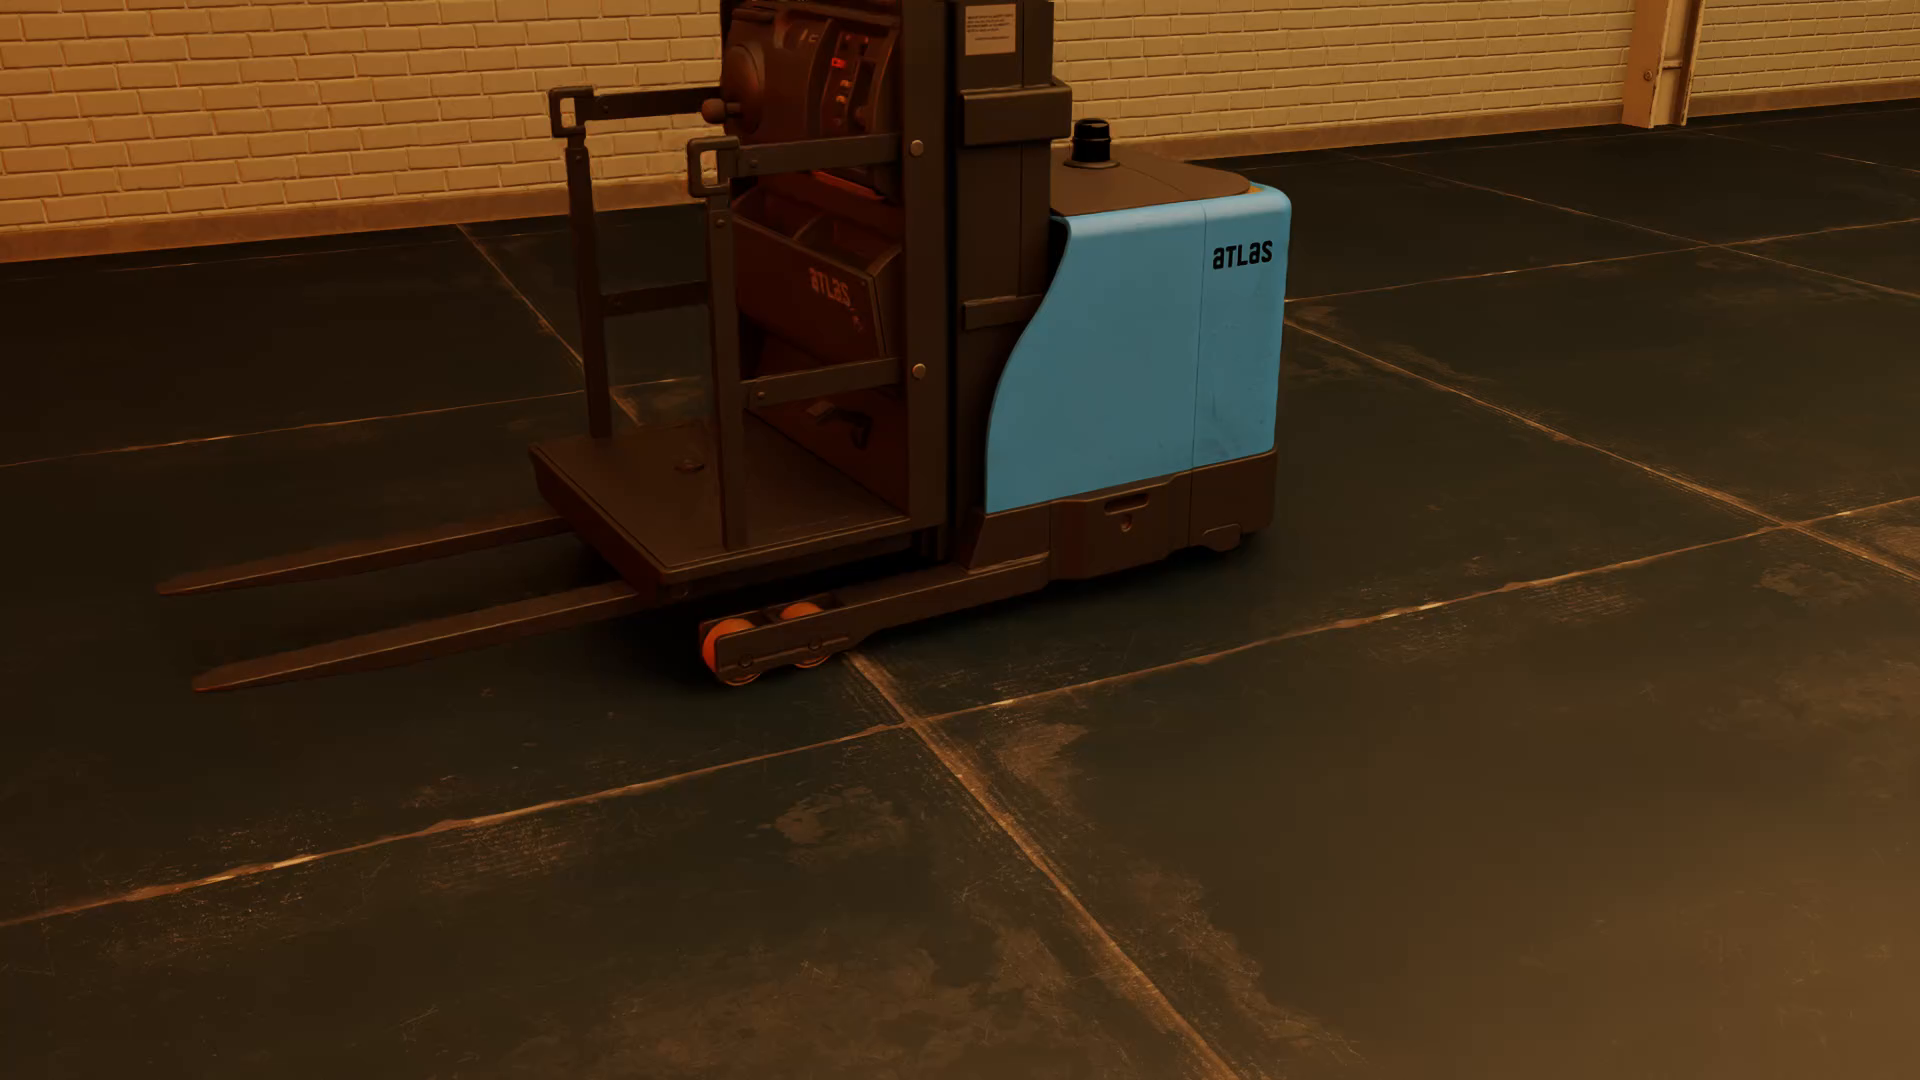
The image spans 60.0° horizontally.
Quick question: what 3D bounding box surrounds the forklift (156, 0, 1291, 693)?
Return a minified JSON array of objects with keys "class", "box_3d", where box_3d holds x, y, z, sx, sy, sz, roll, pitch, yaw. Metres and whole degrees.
[{"class":"forklift","box_3d":[-0.579,-1.216,4.212,3.031,2.935,1.130,-13,26,-28]}]
